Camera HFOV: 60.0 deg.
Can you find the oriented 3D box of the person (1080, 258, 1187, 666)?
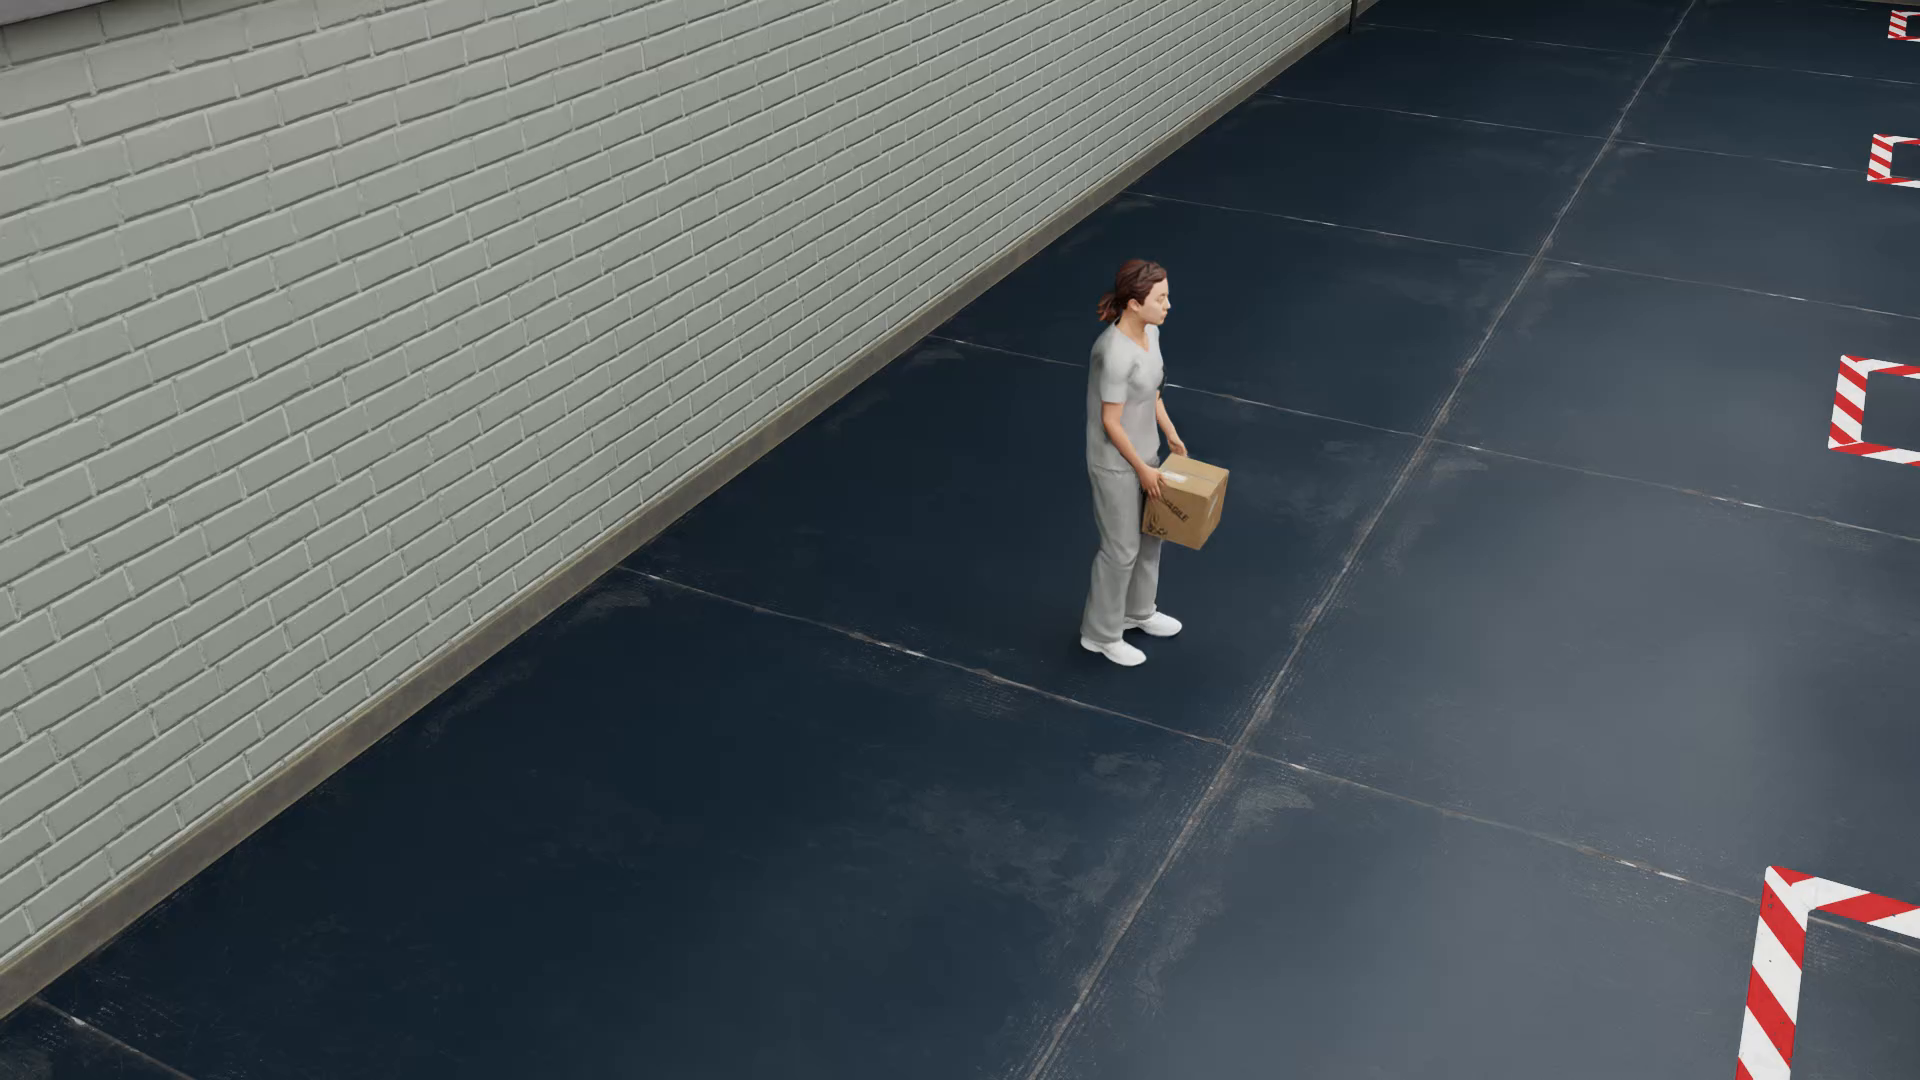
[{"bbox_3d":[0.720,-0.212,6.736,0.399,1.431,0.467,14,33,22],"label":"person"}]
